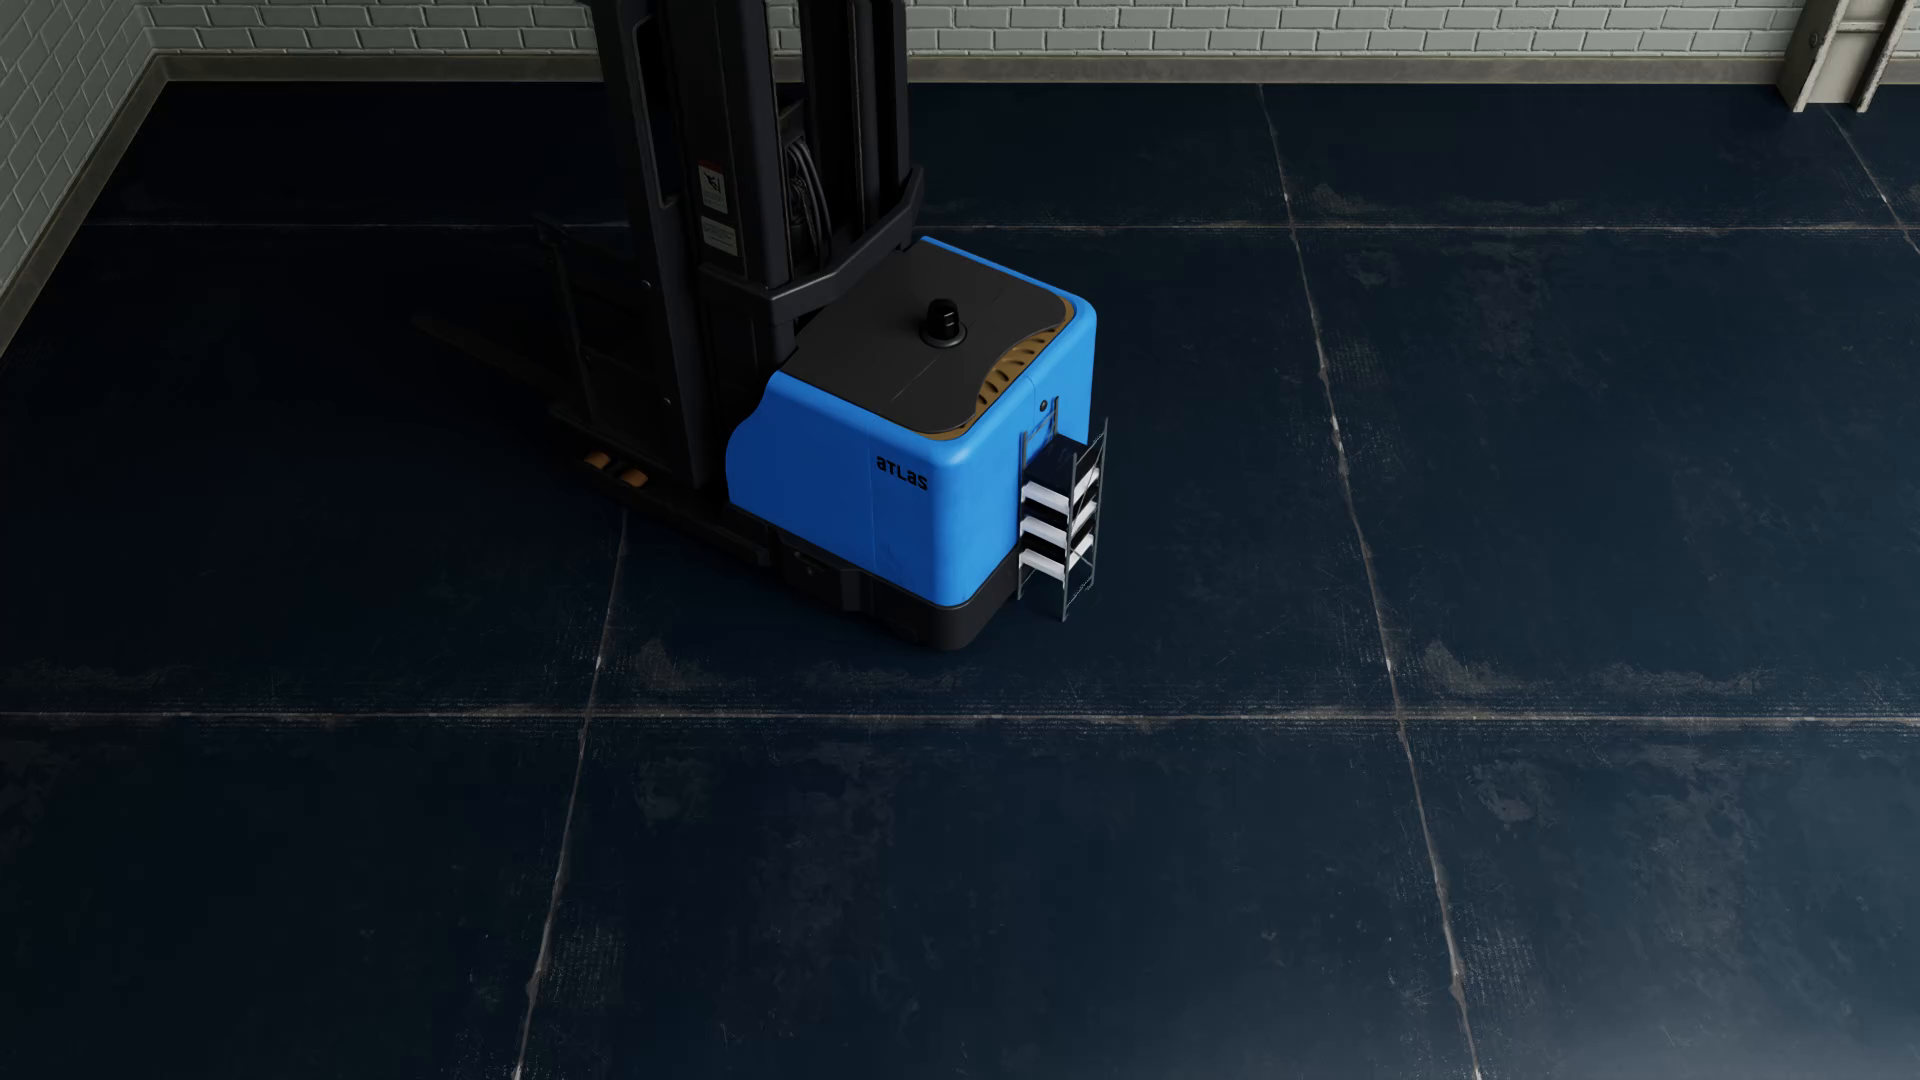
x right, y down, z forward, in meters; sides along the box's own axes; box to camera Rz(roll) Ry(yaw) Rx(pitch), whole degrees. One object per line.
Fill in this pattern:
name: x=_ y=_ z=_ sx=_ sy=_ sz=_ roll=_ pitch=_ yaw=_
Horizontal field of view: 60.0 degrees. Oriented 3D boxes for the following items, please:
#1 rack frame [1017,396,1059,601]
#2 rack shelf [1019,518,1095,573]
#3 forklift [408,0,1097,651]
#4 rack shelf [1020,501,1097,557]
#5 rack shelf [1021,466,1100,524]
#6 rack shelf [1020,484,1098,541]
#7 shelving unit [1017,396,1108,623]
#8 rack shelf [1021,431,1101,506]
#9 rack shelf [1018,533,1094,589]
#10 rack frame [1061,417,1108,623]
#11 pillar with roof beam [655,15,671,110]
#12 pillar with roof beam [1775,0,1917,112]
rack frame: x=0.290 y=-0.141 z=6.266 sx=0.006 sy=0.900 sz=0.240 roll=25 pitch=52 yaw=22
rack shelf: x=0.375 y=-0.016 z=6.319 sx=0.200 sy=0.077 sz=0.258 roll=25 pitch=52 yaw=22
forklift: x=-0.996 y=-1.428 z=6.077 sx=3.031 sy=2.935 sz=1.130 roll=25 pitch=52 yaw=22
rack shelf: x=0.375 y=-0.078 z=6.253 sx=0.200 sy=0.077 sz=0.258 roll=25 pitch=52 yaw=22
rack shelf: x=0.375 y=-0.200 z=6.121 sx=0.200 sy=0.077 sz=0.258 roll=25 pitch=52 yaw=22
rack shelf: x=0.375 y=-0.139 z=6.187 sx=0.200 sy=0.077 sz=0.258 roll=25 pitch=52 yaw=22
shelving unit: x=0.375 y=-0.100 z=6.229 sx=0.210 sy=0.900 sz=0.258 roll=25 pitch=52 yaw=22
rack shelf: x=0.375 y=-0.262 z=6.055 sx=0.200 sy=0.077 sz=0.258 roll=25 pitch=52 yaw=22
rack shelf: x=0.375 y=0.045 z=6.385 sx=0.200 sy=0.077 sz=0.258 roll=25 pitch=52 yaw=22
rack frame: x=0.460 y=-0.060 z=6.191 sx=0.006 sy=0.900 sz=0.240 roll=25 pitch=52 yaw=22
pillar with roof beam: x=-1.374 y=-2.329 z=2.770 sx=0.400 sy=9.000 sz=9.100 roll=0 pitch=47 yaw=0
pillar with roof beam: x=4.626 y=-2.313 z=2.755 sx=0.400 sy=9.000 sz=9.100 roll=0 pitch=47 yaw=0
